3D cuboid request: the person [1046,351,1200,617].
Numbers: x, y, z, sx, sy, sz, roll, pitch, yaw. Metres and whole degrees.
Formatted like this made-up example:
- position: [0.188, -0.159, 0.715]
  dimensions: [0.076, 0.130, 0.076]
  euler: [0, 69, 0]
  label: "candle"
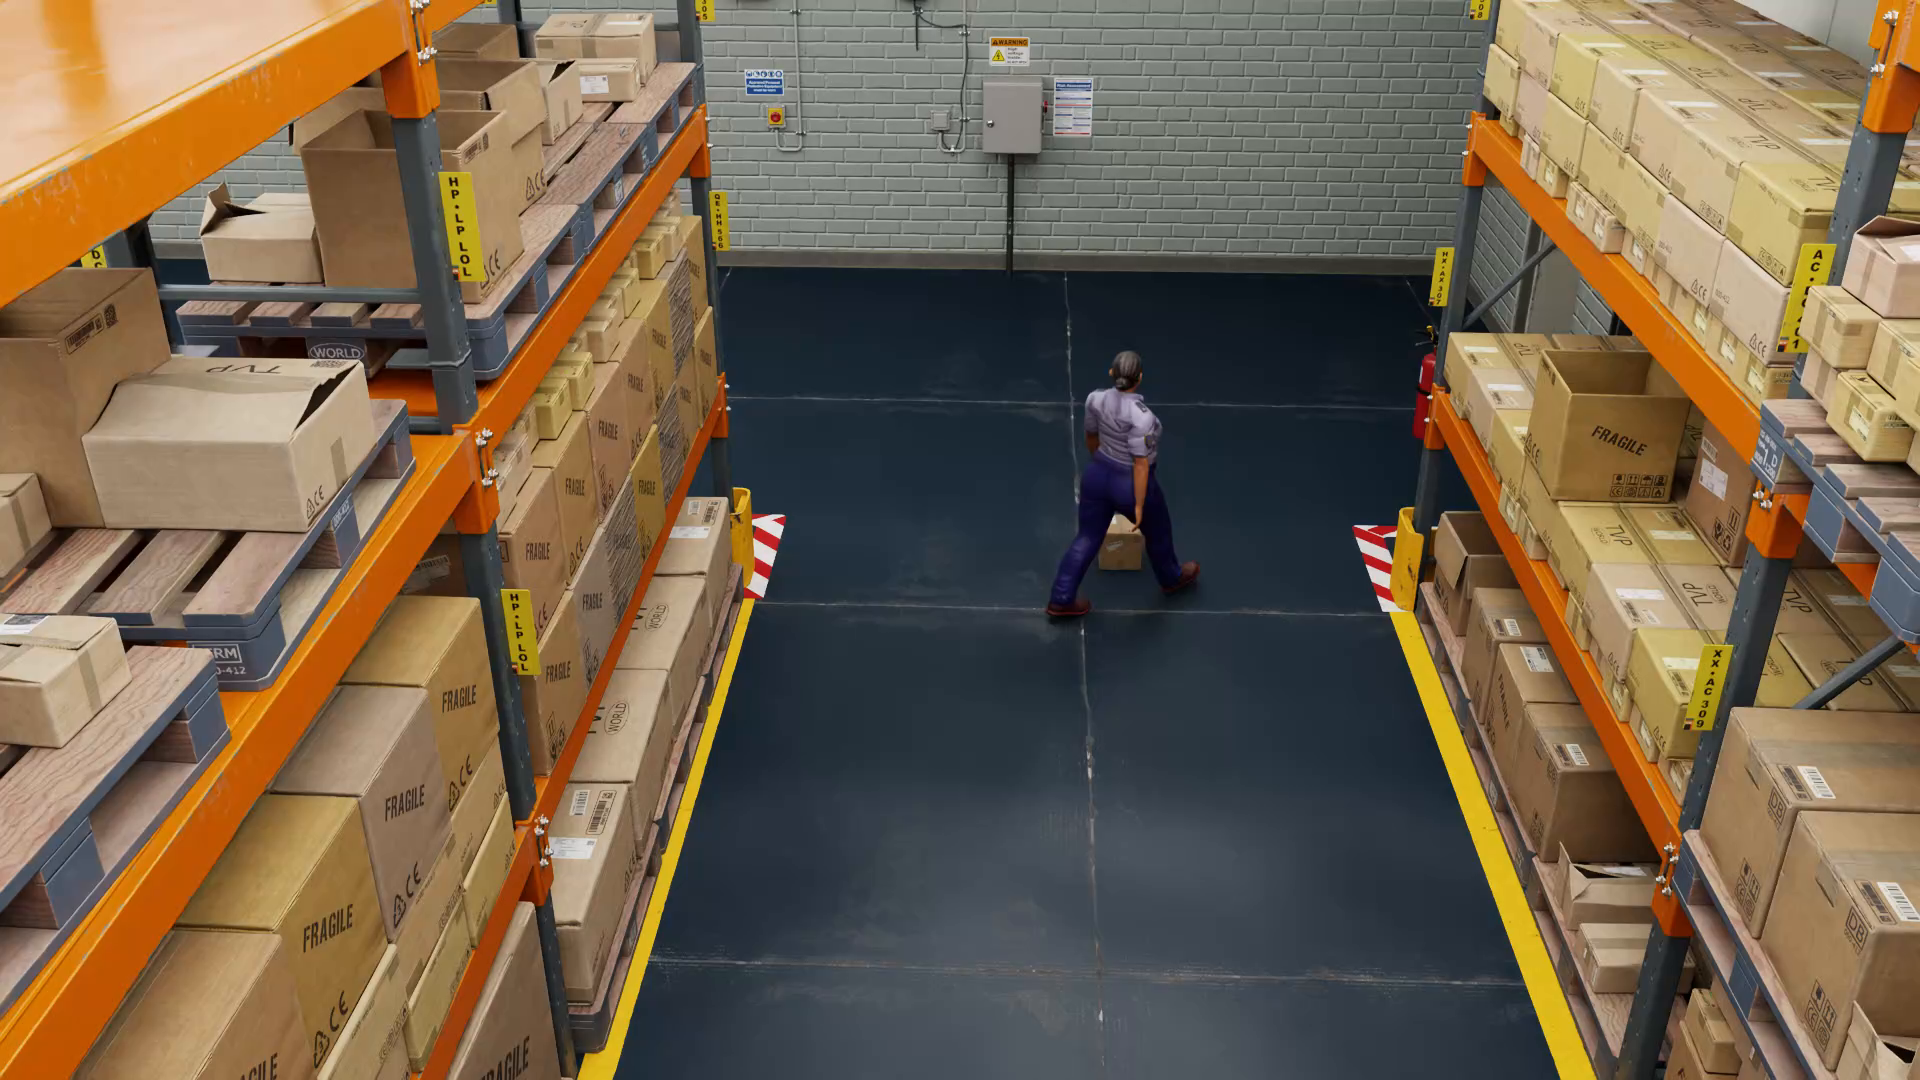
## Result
- position: [0.945, -0.355, 9.336]
  dimensions: [0.503, 1.587, 0.999]
  euler: [22, 35, 35]
  label: "person"
